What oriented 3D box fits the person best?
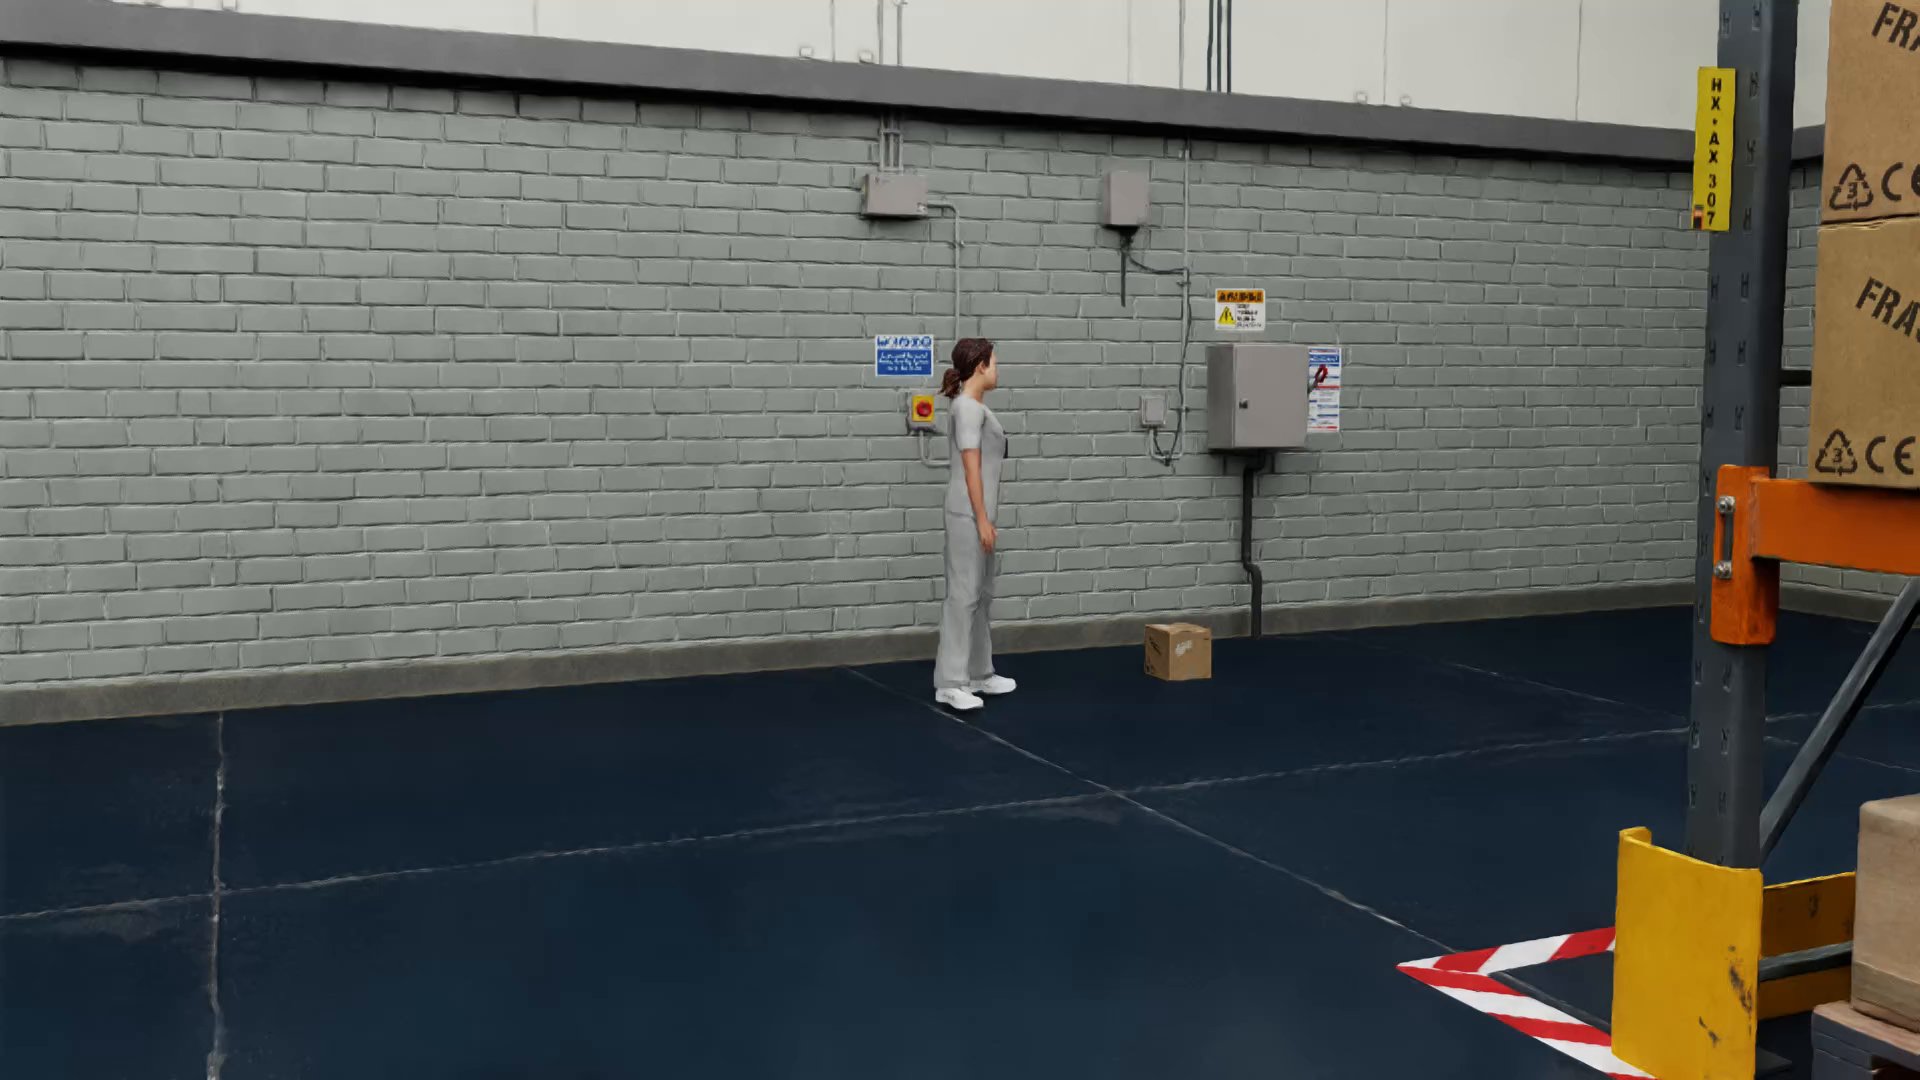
[{"bbox_3d":[0.069,-0.092,7.666,0.380,1.676,0.564,0,5,3],"label":"person"}]
